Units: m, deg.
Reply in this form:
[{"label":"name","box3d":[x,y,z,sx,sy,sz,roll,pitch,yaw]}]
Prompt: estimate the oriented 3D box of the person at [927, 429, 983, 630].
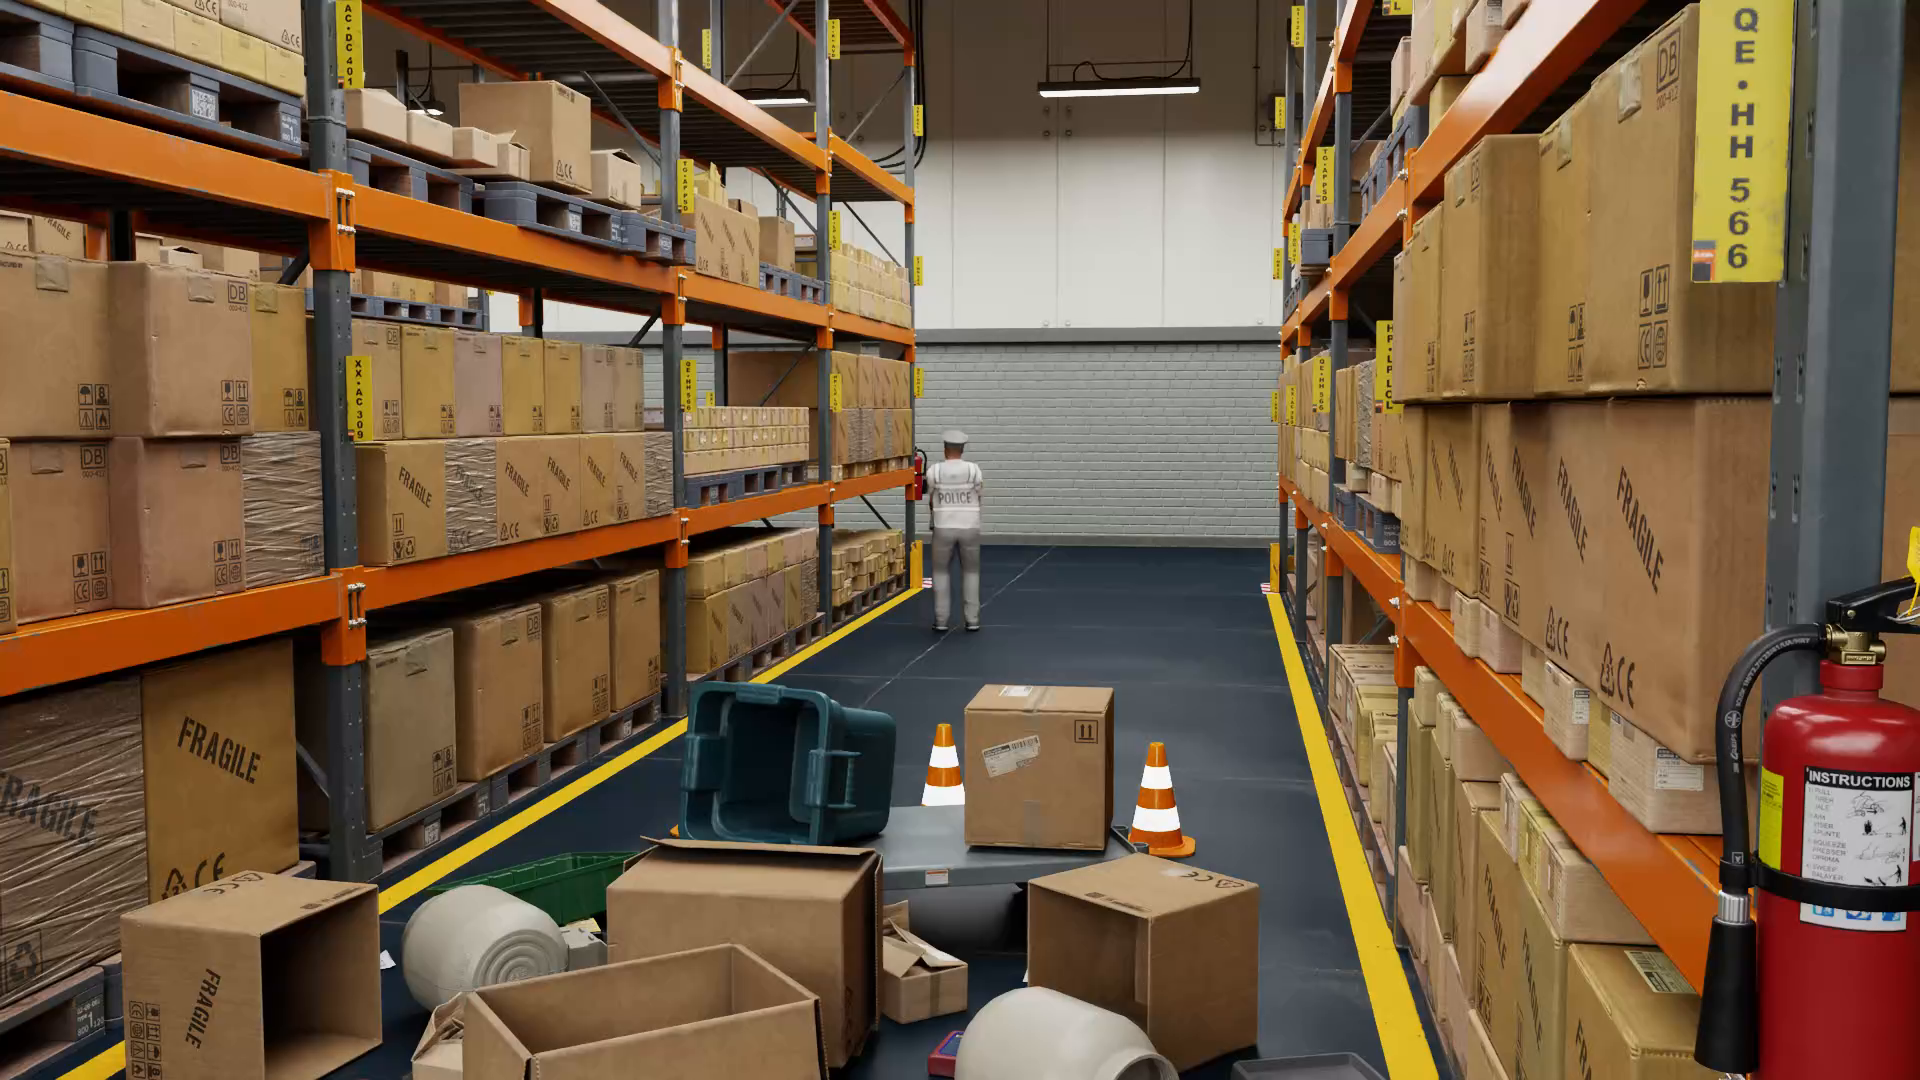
[{"label":"person","box3d":[-0.054,-0.091,14.705,0.494,1.762,0.563,0,4,-4]}]
